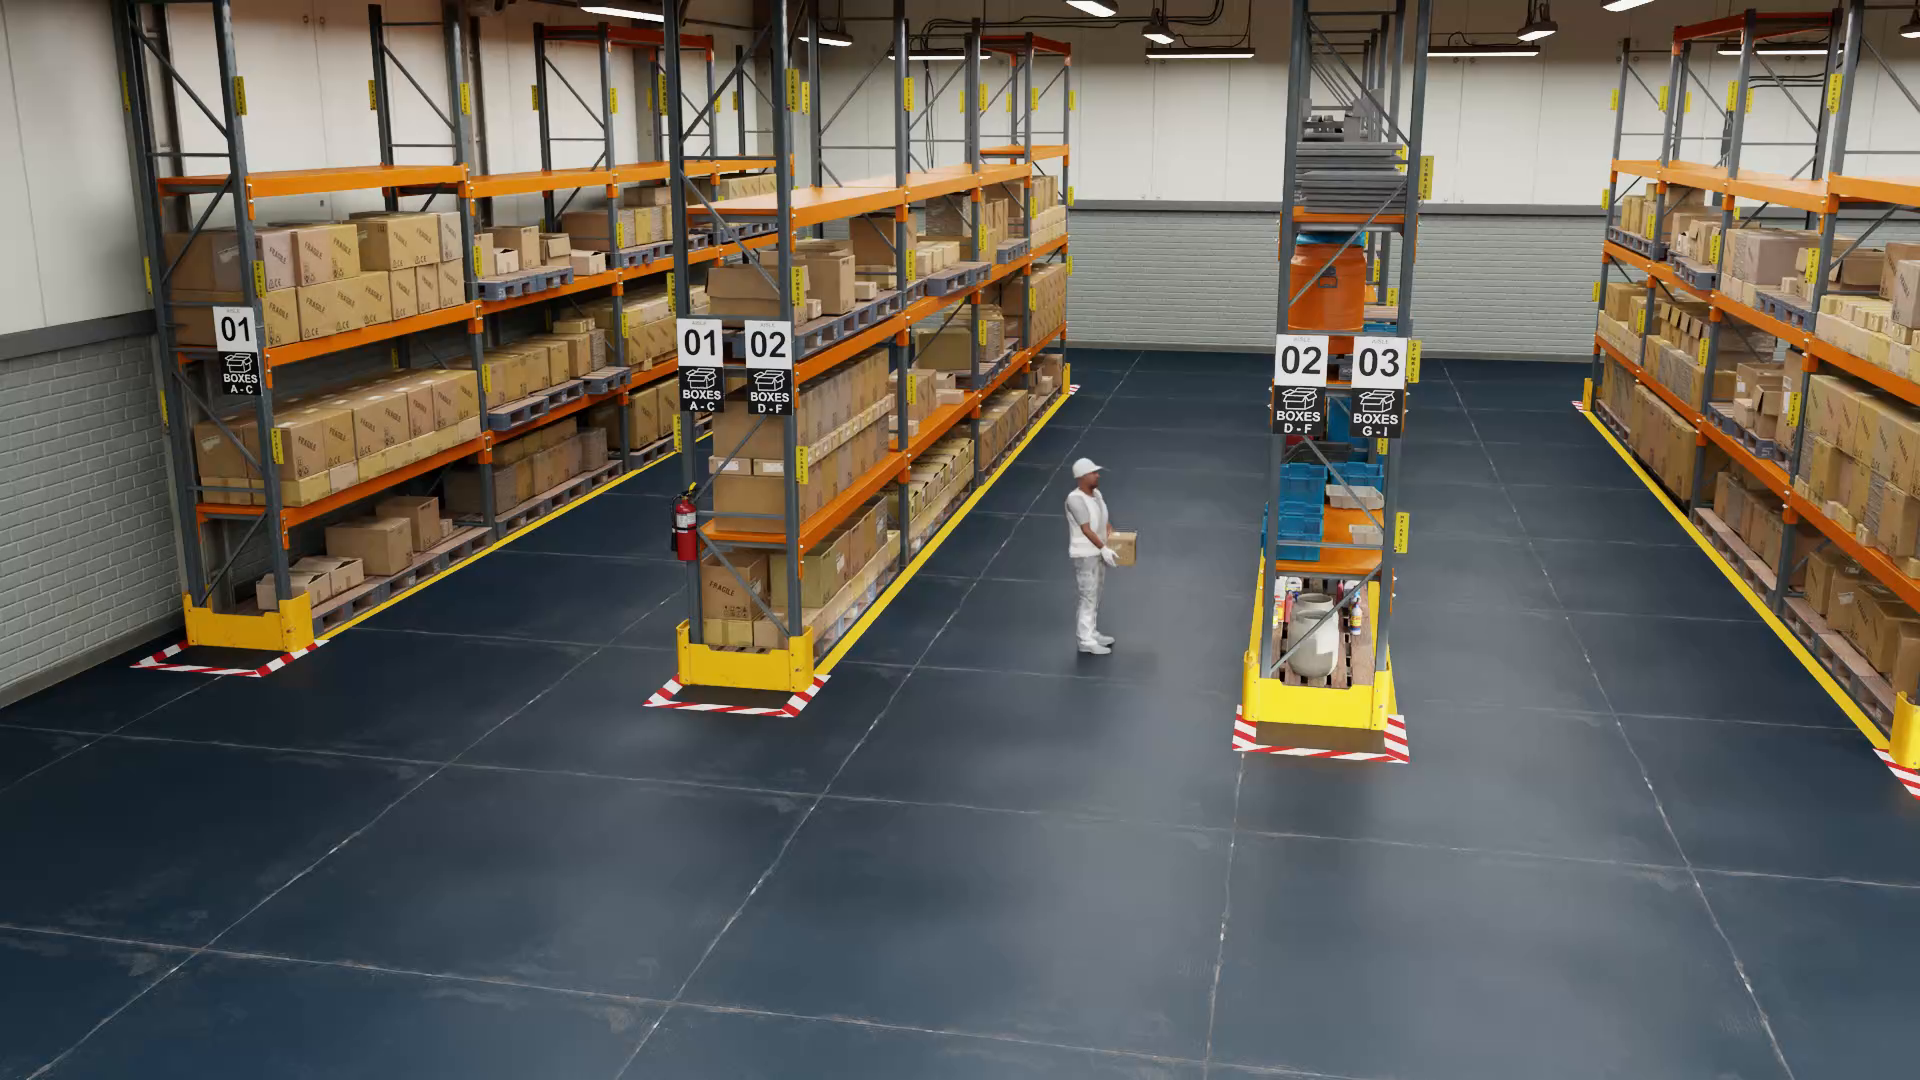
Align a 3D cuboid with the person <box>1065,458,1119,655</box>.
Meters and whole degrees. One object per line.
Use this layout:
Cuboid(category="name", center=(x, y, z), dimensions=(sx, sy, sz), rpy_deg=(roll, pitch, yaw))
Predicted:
Cuboid(category="person", center=(1.273, 0.140, 15.421), dimensions=(0.550, 1.788, 0.526), rpy_deg=(7, 16, 26))
